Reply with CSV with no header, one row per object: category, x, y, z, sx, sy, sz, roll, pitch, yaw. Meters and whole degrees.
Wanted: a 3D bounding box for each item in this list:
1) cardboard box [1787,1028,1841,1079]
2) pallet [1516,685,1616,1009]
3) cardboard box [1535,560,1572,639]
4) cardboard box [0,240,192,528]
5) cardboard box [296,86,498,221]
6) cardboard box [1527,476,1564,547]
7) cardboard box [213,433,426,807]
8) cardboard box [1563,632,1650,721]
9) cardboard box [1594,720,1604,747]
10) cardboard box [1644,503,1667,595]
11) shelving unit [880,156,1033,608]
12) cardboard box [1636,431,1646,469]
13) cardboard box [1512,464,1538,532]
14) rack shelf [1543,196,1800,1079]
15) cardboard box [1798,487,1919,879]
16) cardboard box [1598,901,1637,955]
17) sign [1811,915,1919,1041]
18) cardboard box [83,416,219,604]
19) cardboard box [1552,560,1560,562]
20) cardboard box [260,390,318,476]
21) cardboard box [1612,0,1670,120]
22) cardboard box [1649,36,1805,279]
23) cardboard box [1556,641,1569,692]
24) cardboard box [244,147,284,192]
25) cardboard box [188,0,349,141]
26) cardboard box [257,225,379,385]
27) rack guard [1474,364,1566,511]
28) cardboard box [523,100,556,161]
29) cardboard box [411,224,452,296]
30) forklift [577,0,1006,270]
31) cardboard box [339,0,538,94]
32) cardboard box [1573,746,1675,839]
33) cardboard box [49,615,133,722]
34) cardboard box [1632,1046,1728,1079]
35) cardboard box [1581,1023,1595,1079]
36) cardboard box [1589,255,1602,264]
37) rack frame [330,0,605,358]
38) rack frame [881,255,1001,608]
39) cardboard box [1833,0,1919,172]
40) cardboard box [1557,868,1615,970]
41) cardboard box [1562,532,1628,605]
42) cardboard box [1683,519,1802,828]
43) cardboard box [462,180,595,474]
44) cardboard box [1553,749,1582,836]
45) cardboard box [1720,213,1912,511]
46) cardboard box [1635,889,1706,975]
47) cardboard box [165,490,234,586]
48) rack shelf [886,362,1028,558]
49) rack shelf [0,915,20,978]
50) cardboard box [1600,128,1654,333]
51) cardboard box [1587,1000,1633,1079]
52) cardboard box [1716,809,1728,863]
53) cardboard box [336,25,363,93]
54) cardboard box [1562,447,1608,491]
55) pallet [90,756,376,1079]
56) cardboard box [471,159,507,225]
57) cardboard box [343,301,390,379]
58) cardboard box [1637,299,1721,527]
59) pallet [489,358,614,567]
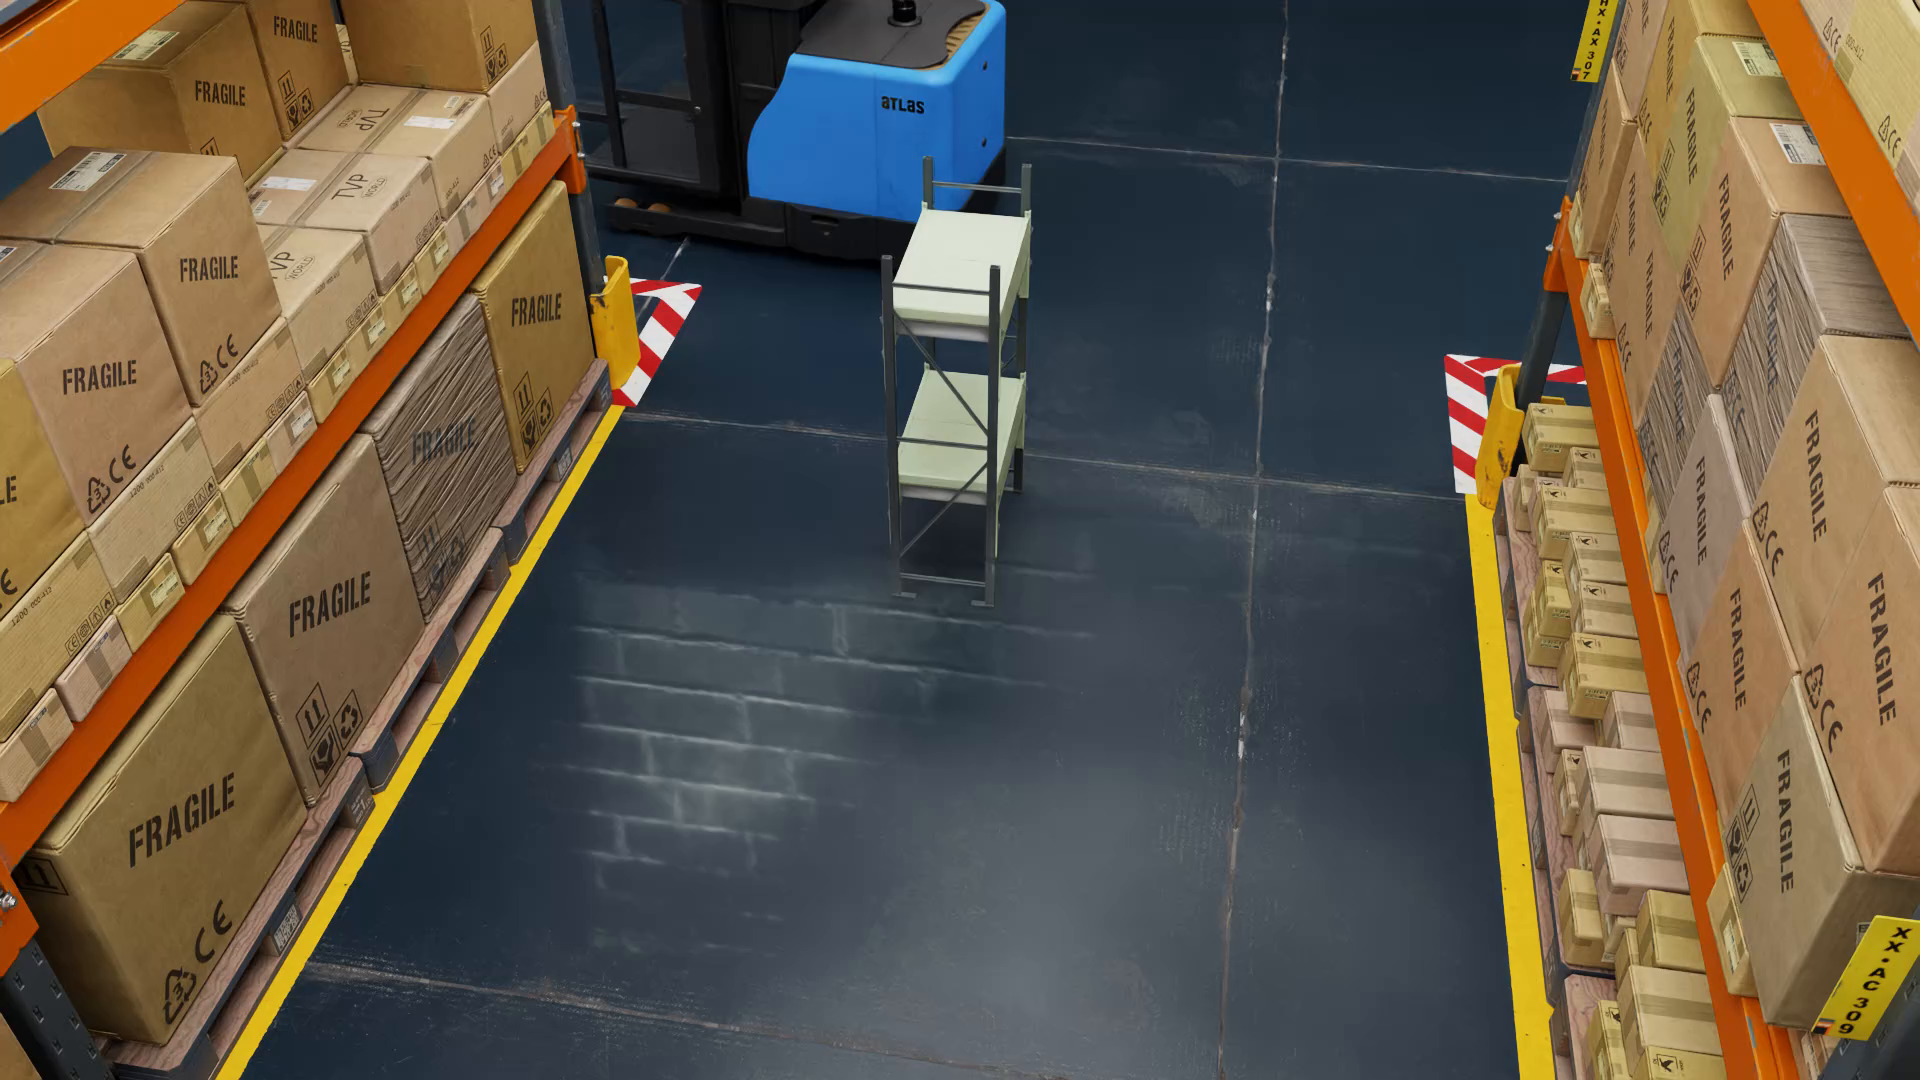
cardboard box,1.901,1.026,3.352,0.380,0.149,0.250,6,40,7
pallet,2.372,1.016,5.356,1.003,0.211,1.213,6,40,8
cardboard box,2.221,0.225,5.799,0.380,0.149,0.250,8,40,9
cardboard box,-2.358,-0.403,4.179,0.500,0.500,0.500,6,40,8
cardboard box,-2.004,-1.392,5.963,0.500,0.250,0.500,6,40,7
cardboard box,2.328,-0.088,6.176,0.380,0.149,0.250,6,40,7
cardboard box,-2.437,0.211,5.479,0.875,0.875,0.875,6,40,8
cardboard box,2.141,0.451,5.291,0.380,0.149,0.250,7,40,8
cardboard box,2.263,0.576,5.373,0.380,0.149,0.250,8,40,10
cardboard box,2.101,0.037,4.549,0.380,0.149,0.250,7,40,9
shelving unit,-0.001,-0.574,6.267,0.431,1.500,0.755,6,40,8
cardboard box,2.241,-0.288,4.941,0.380,0.149,0.250,6,40,7
cardboard box,2.368,-0.146,6.480,0.380,0.149,0.250,7,40,9
rack shelf,2.428,0.156,4.771,1.077,0.370,4.000,6,40,8
cardboard box,1.897,0.271,2.972,0.500,0.500,0.500,5,40,6
cardboard box,2.052,1.074,4.772,0.380,0.149,0.250,7,40,9
sign,1.546,0.746,2.815,0.100,0.325,0.005,6,40,8
cardboard box,-2.355,-0.111,4.414,0.500,0.250,0.500,6,40,7
cardboard box,2.367,0.184,6.081,0.380,0.149,0.250,7,40,8
cardboard box,-2.183,-0.342,5.006,0.380,0.149,0.250,7,40,8
cardboard box,2.435,-1.662,5.310,0.500,0.500,0.500,6,40,7
cardboard box,2.242,-1.021,4.534,0.500,0.500,0.500,6,40,7
cardboard box,2.265,0.503,5.695,0.380,0.149,0.250,6,40,8
cardboard box,-2.616,-1.130,5.647,0.500,0.250,0.500,5,40,6
cardboard box,-2.529,-1.747,5.805,0.500,0.500,0.500,5,40,7
cardboard box,-2.178,-0.745,5.181,0.500,0.250,0.500,6,40,8
rack guard,2.761,-0.365,6.799,1.175,0.500,0.348,6,40,8
cardboard box,-1.831,-1.630,6.564,0.380,0.149,0.250,7,40,9
cardboard box,-2.006,-0.989,5.789,0.380,0.149,0.250,6,40,7
forklift,-1.331,-3.014,8.095,3.031,2.935,1.130,12,41,14
cardboard box,-1.919,-1.998,6.108,0.500,0.500,0.500,7,40,8
cardboard box,2.041,0.763,4.914,0.380,0.149,0.250,5,40,6
cardboard box,-2.361,0.307,4.222,0.380,0.149,0.250,5,40,6
cardboard box,1.892,1.425,4.113,0.380,0.149,0.250,7,40,8
cardboard box,1.924,1.461,4.537,0.380,0.149,0.250,5,40,6
cardboard box,2.392,-0.948,5.740,0.380,0.149,0.250,8,40,9
rack frame,-2.093,-1.986,6.799,1.000,3.000,0.127,6,40,8
rack frame,-0.064,-0.344,5.989,0.400,1.500,0.023,6,40,8
cardboard box,2.086,-0.933,3.288,0.500,0.250,0.500,6,40,7
cardboard box,1.993,1.138,4.927,0.380,0.149,0.250,6,40,8
cardboard box,2.289,0.118,5.694,0.380,0.149,0.250,5,40,5
cardboard box,1.978,0.321,3.696,0.500,0.500,0.500,5,40,6
cardboard box,-2.125,-0.919,6.845,0.875,0.875,0.875,6,40,8
cardboard box,2.114,0.827,5.304,0.380,0.149,0.250,6,40,8
cardboard box,2.084,-0.374,3.751,0.500,0.500,0.500,7,40,9
cardboard box,2.050,1.114,4.490,0.380,0.149,0.250,8,40,9
cardboard box,-2.273,-0.024,4.622,0.380,0.149,0.250,5,40,6
rack shelf,-0.001,-0.323,6.475,0.431,0.370,0.720,6,40,8
rack shelf,-3.132,2.056,2.473,1.077,0.370,4.000,6,40,8
cardboard box,2.357,-0.939,5.220,0.500,0.500,0.500,6,40,8
cardboard box,1.887,1.382,4.398,0.380,0.149,0.250,5,40,6
cardboard box,1.943,0.691,3.757,0.380,0.149,0.250,8,40,9
cardboard box,-2.442,-1.772,6.423,0.500,0.250,0.500,5,40,6
cardboard box,2.420,-0.191,6.068,0.380,0.149,0.250,7,40,8
pallet,-2.577,1.130,5.218,1.003,0.211,1.213,6,40,8
cardboard box,-1.919,-1.308,6.176,0.380,0.149,0.250,6,40,8
cardboard box,-2.096,-0.671,5.404,0.380,0.149,0.250,7,40,9
cardboard box,2.177,-0.313,4.462,0.500,0.500,0.500,5,40,7
pallet,-2.155,-0.401,7.070,1.003,0.211,1.213,6,40,8
